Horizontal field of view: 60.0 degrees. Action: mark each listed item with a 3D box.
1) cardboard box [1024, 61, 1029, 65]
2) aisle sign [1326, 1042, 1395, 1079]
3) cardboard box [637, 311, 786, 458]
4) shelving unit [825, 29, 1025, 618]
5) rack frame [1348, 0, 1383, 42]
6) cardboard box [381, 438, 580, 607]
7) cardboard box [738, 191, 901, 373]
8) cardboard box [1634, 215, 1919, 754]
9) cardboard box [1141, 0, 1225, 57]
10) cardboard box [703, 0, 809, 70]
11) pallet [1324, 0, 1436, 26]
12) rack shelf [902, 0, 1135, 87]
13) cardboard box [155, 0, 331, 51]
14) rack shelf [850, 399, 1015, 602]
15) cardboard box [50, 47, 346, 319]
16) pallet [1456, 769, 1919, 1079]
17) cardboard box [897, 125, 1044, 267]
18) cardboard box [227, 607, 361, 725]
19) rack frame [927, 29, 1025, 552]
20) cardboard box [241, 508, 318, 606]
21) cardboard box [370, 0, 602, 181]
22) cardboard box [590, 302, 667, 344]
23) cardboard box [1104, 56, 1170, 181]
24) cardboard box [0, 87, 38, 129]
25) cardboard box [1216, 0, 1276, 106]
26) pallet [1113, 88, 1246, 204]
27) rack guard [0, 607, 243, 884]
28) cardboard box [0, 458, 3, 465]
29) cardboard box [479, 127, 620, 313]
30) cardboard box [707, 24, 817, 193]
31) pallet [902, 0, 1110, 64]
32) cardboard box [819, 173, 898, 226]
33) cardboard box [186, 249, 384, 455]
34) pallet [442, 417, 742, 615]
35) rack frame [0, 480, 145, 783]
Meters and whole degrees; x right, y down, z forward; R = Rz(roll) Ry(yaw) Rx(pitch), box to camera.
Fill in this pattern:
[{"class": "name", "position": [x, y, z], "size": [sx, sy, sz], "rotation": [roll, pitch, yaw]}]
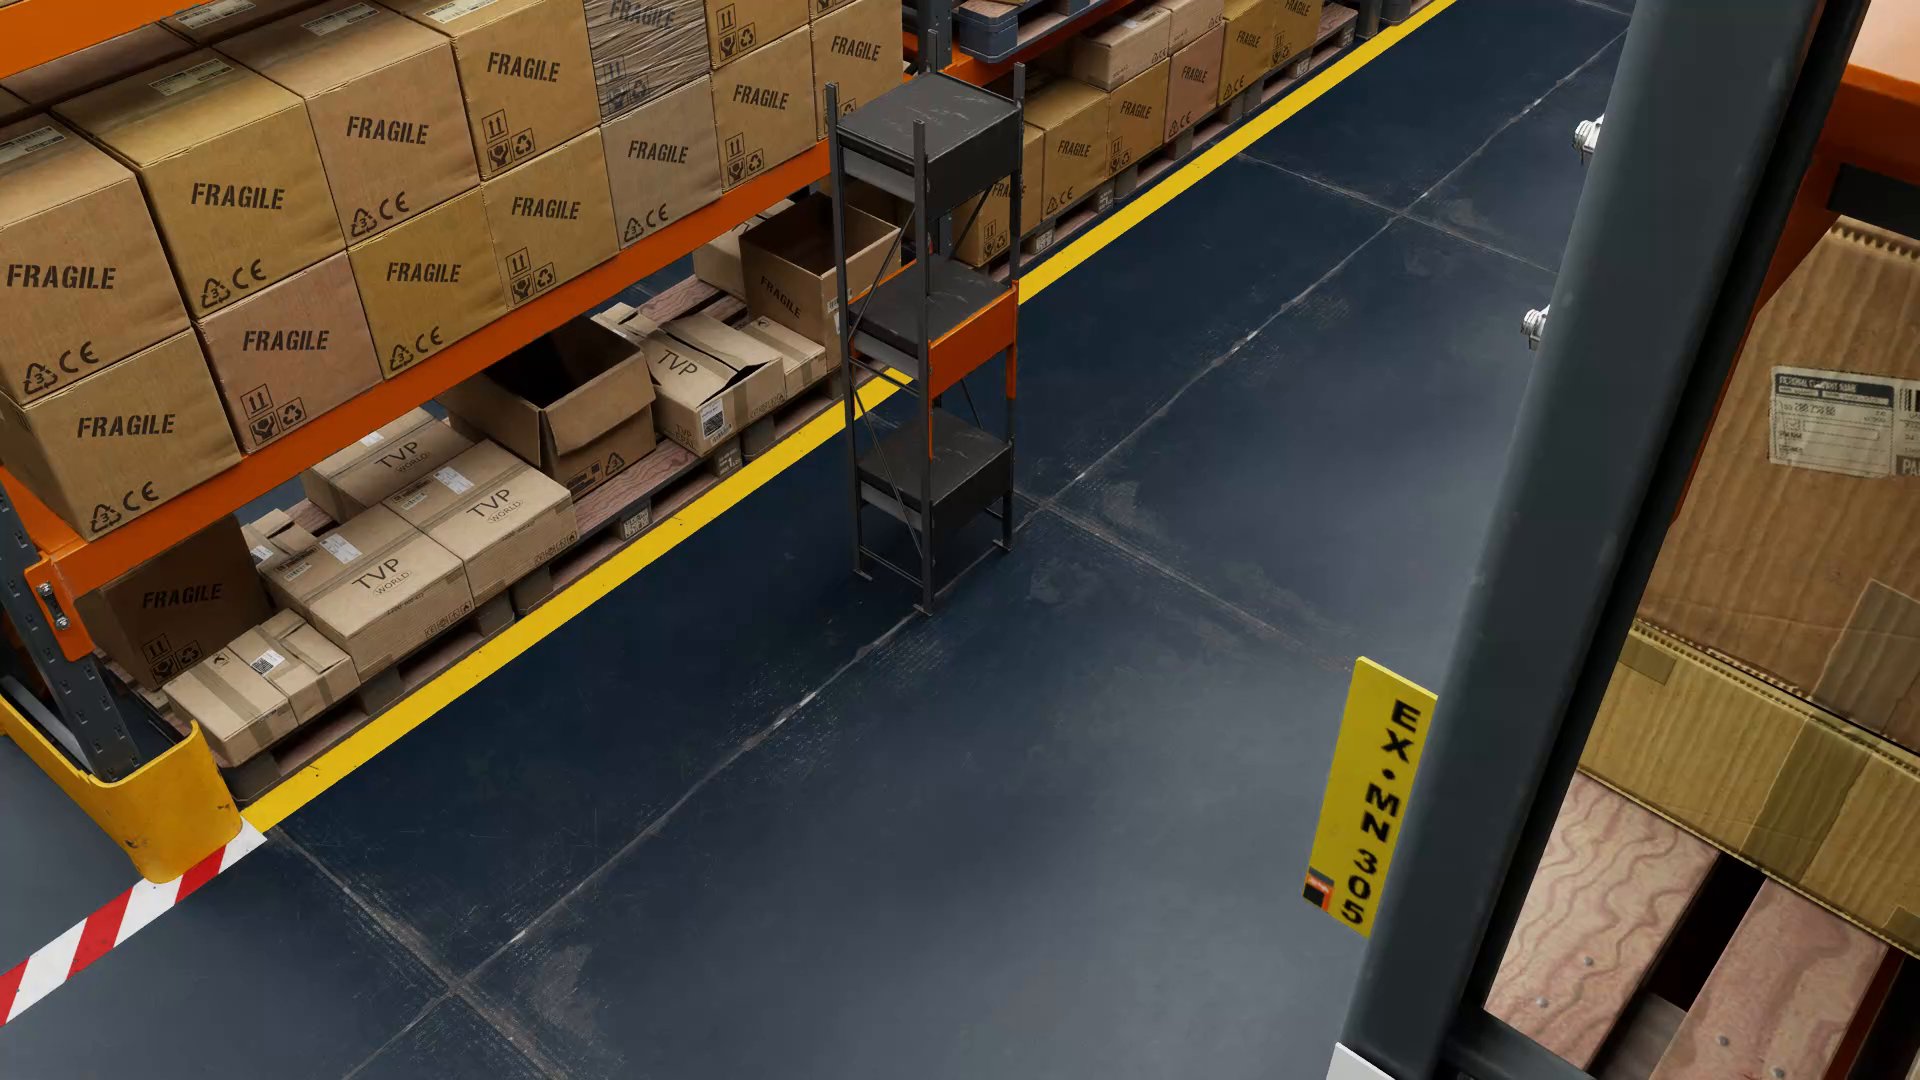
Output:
[{"class": "cardboard box", "position": [0.293, -2.441, 8.736], "size": [0.500, 0.500, 0.500], "rotation": [30, 50, 29]}, {"class": "aisle sign", "position": [0.491, 0.832, 1.673], "size": [0.394, 0.787, 0.004], "rotation": [29, 50, 28]}, {"class": "cardboard box", "position": [-1.085, -0.682, 6.942], "size": [0.500, 0.311, 0.500], "rotation": [29, 50, 28]}, {"class": "shelving unit", "position": [-0.107, -0.692, 5.950], "size": [0.431, 2.100, 0.503], "rotation": [29, 50, 28]}, {"class": "rack frame", "position": [2.122, -4.376, 9.333], "size": [1.000, 3.000, 0.127], "rotation": [29, 50, 28]}, {"class": "cardboard box", "position": [-1.816, -0.074, 6.319], "size": [0.500, 0.250, 0.500], "rotation": [29, 50, 28]}, {"class": "cardboard box", "position": [-0.602, -1.138, 7.303], "size": [0.500, 0.500, 0.500], "rotation": [29, 50, 28]}, {"class": "cardboard box", "position": [1.029, -0.133, 1.604], "size": [0.500, 0.500, 0.500], "rotation": [29, 50, 28]}, {"class": "cardboard box", "position": [1.011, -2.749, 8.517], "size": [0.500, 0.250, 0.500], "rotation": [29, 49, 28]}, {"class": "cardboard box", "position": [-0.907, -2.086, 5.997], "size": [0.500, 0.500, 0.500], "rotation": [29, 49, 28]}, {"class": "pallet", "position": [2.681, -3.751, 10.719], "size": [1.003, 0.211, 1.213], "rotation": [29, 50, 28]}, {"class": "rack shelf", "position": [0.835, -3.080, 8.442], "size": [1.077, 0.370, 4.000], "rotation": [29, 50, 28]}, {"class": "cardboard box", "position": [-2.296, -1.541, 5.398], "size": [0.500, 0.500, 0.500], "rotation": [31, 51, 29]}, {"class": "rack shelf", "position": [-0.107, -0.164, 6.430], "size": [0.431, 0.518, 0.480], "rotation": [29, 50, 28]}, {"class": "cardboard box", "position": [-2.209, -1.050, 4.858], "size": [0.500, 0.500, 0.500], "rotation": [30, 50, 29]}, {"class": "pallet", "position": [1.237, 0.423, 1.892], "size": [1.003, 0.211, 1.213], "rotation": [29, 50, 28]}, {"class": "cardboard box", "position": [0.045, -1.698, 7.919], "size": [0.500, 0.500, 0.500], "rotation": [27, 49, 27]}, {"class": "cardboard box", "position": [-2.333, 0.433, 5.823], "size": [0.380, 0.166, 0.250], "rotation": [29, 50, 28]}, {"class": "rack frame", "position": [0.050, -0.817, 6.088], "size": [0.400, 2.100, 0.015], "rotation": [29, 50, 28]}, {"class": "cardboard box", "position": [-2.536, 0.073, 6.219], "size": [0.380, 0.166, 0.250], "rotation": [29, 50, 28]}, {"class": "cardboard box", "position": [-1.557, -1.568, 5.427], "size": [0.500, 0.500, 0.500], "rotation": [29, 50, 28]}, {"class": "cardboard box", "position": [-1.437, -0.859, 7.244], "size": [0.380, 0.166, 0.250], "rotation": [29, 50, 28]}, {"class": "cardboard box", "position": [0.707, -2.231, 8.505], "size": [0.500, 0.500, 0.500], "rotation": [30, 50, 29]}, {"class": "cardboard box", "position": [-2.951, -1.012, 4.815], "size": [0.500, 0.500, 0.500], "rotation": [29, 50, 28]}, {"class": "cardboard box", "position": [1.366, -2.764, 9.091], "size": [0.500, 0.500, 0.500], "rotation": [28, 49, 27]}, {"class": "pallet", "position": [0.827, -2.351, 9.178], "size": [1.003, 0.211, 1.213], "rotation": [29, 50, 28]}, {"class": "rack guard", "position": [-2.978, 0.629, 5.686], "size": [1.175, 0.500, 0.348], "rotation": [29, 50, 28]}, {"class": "cardboard box", "position": [-2.947, -0.642, 5.152], "size": [0.500, 0.500, 0.500], "rotation": [31, 51, 30]}, {"class": "cardboard box", "position": [-1.563, -1.190, 5.754], "size": [0.500, 0.500, 0.500], "rotation": [30, 50, 29]}, {"class": "cardboard box", "position": [-0.909, -1.719, 6.336], "size": [0.500, 0.500, 0.500], "rotation": [31, 51, 29]}, {"class": "pallet", "position": [0.145, -2.609, 7.533], "size": [1.003, 0.211, 1.213], "rotation": [29, 50, 28]}, {"class": "cardboard box", "position": [-0.354, -1.932, 8.177], "size": [0.500, 0.500, 0.500], "rotation": [29, 50, 28]}, {"class": "cardboard box", "position": [-2.211, -0.676, 5.189], "size": [0.500, 0.500, 0.500], "rotation": [29, 50, 28]}, {"class": "pallet", "position": [-1.680, -0.300, 6.923], "size": [1.003, 0.211, 1.213], "rotation": [29, 50, 28]}, {"class": "rack frame", "position": [-3.027, -0.257, 4.803], "size": [1.000, 3.000, 0.127], "rotation": [29, 50, 28]}]
